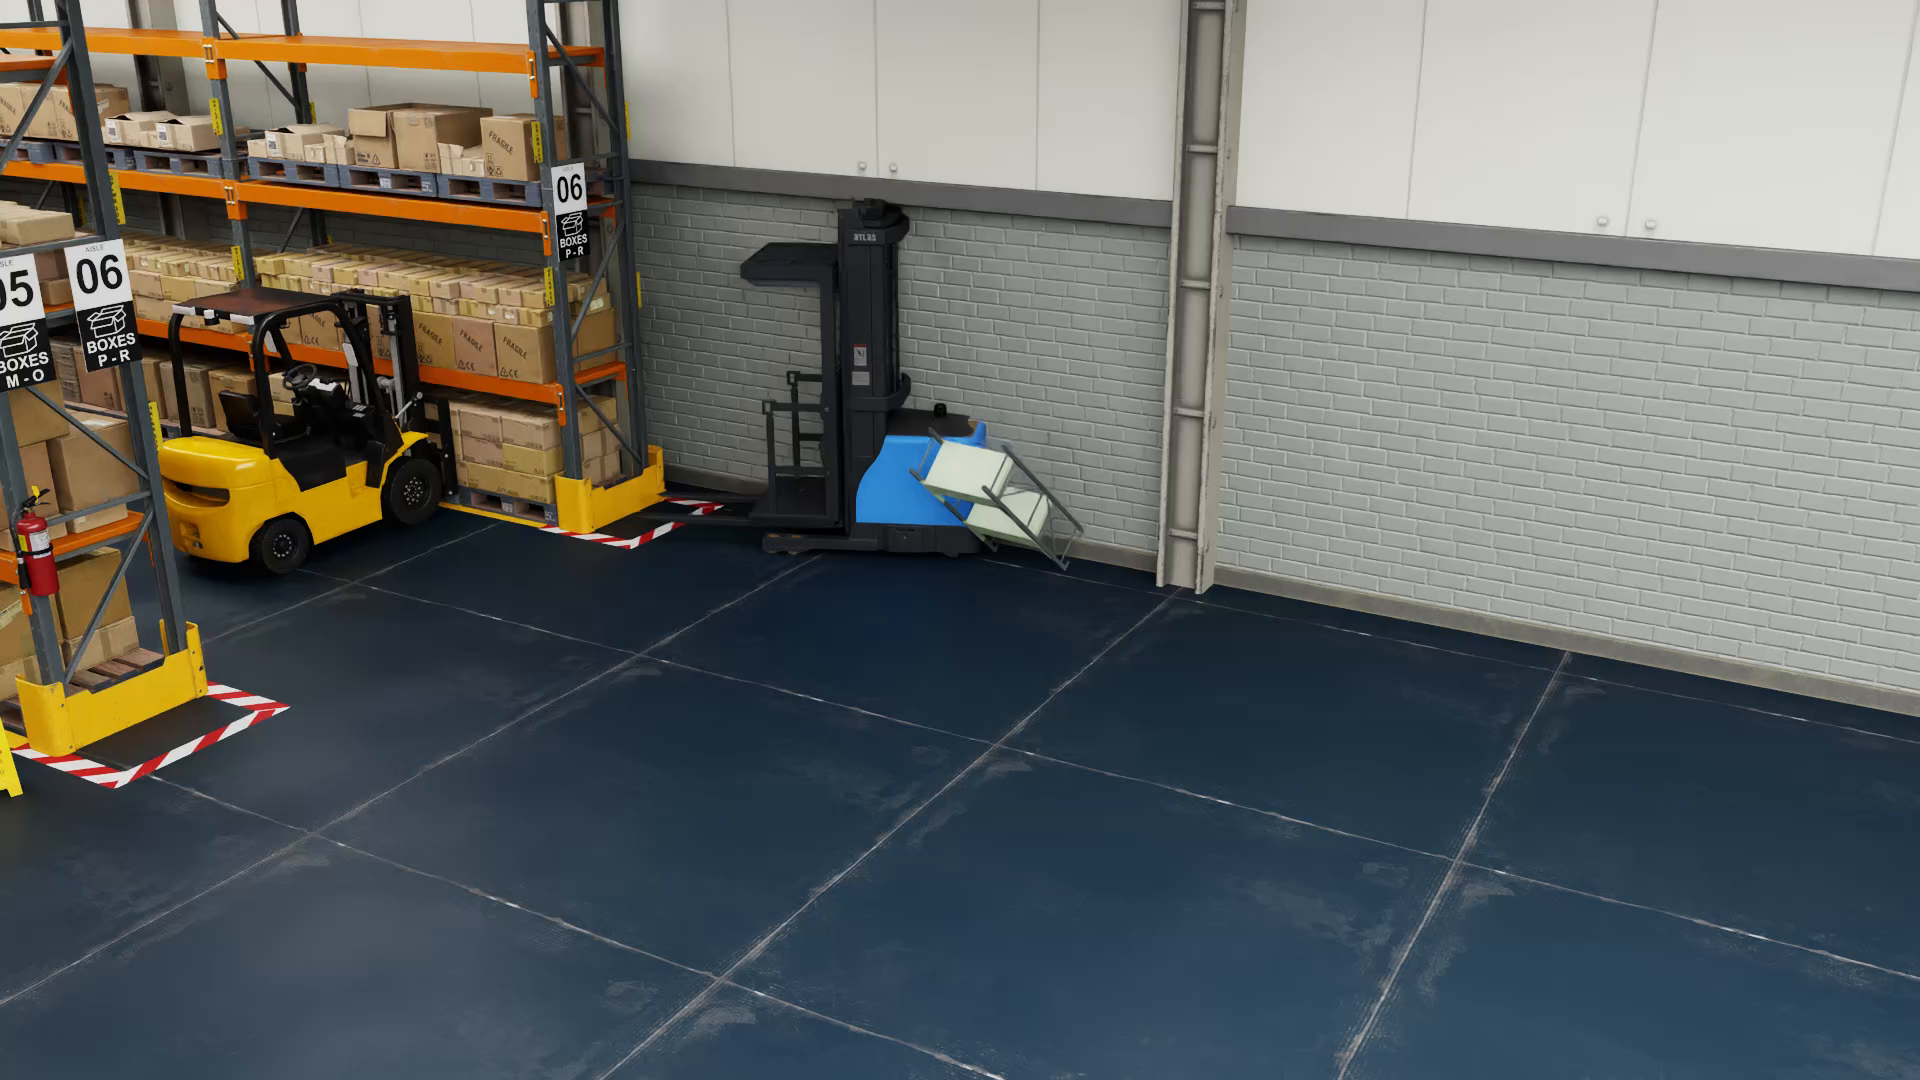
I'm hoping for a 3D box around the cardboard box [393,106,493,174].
[{"bbox_3d":[-4.569,-3.566,14.785,0.500,0.500,0.700,11,23,28],"label":"cardboard box"}]

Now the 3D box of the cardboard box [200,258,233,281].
[{"bbox_3d":[-7.351,-2.708,16.632,0.250,0.149,0.380,10,22,27],"label":"cardboard box"}]

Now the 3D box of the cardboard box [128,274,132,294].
[{"bbox_3d":[-8.591,-2.758,17.353,0.500,0.250,0.500,11,23,28],"label":"cardboard box"}]

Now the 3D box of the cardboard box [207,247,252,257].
[{"bbox_3d":[-7.572,-2.941,17.273,0.250,0.149,0.380,11,22,27],"label":"cardboard box"}]

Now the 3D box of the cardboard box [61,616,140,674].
[{"bbox_3d":[-6.205,0.694,11.767,0.500,0.250,0.500,11,22,27],"label":"cardboard box"}]

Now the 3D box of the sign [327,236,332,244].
[{"bbox_3d":[-6.441,-2.938,16.977,0.005,0.325,0.100,11,23,27],"label":"sign"}]

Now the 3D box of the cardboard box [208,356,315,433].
[{"bbox_3d":[-7.171,-1.493,17.245,0.625,0.625,0.875,12,23,30],"label":"cardboard box"}]

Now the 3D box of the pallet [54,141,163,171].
[{"bbox_3d":[-8.589,-4.043,17.288,1.213,0.211,1.003,12,23,30],"label":"pallet"}]

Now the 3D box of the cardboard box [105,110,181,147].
[{"bbox_3d":[-8.131,-4.116,16.581,0.500,0.311,0.500,10,22,25],"label":"cardboard box"}]

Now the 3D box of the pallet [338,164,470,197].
[{"bbox_3d":[-4.892,-3.359,15.255,1.213,0.211,1.003,11,23,27],"label":"pallet"}]

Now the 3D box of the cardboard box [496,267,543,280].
[{"bbox_3d":[-4.065,-2.413,15.382,0.250,0.149,0.380,11,23,28],"label":"cardboard box"}]

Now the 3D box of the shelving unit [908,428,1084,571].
[{"bbox_3d":[0.317,-0.318,13.546,0.755,0.431,1.500,15,-17,36],"label":"shelving unit"}]

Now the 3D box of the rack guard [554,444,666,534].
[{"bbox_3d":[-3.197,-0.484,15.263,0.348,0.500,1.175,11,23,27],"label":"rack guard"}]

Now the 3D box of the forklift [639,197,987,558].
[{"bbox_3d":[-1.277,-1.428,14.302,3.031,2.935,1.130,2,20,6],"label":"forklift"}]

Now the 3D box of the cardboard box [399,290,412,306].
[{"bbox_3d":[-4.963,-2.263,15.406,0.250,0.149,0.380,11,22,27],"label":"cardboard box"}]

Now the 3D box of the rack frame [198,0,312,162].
[{"bbox_3d":[-6.710,-5.148,15.659,0.127,3.000,1.000,11,23,27],"label":"rack frame"}]

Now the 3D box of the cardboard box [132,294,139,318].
[{"bbox_3d":[-8.592,-2.521,17.433,0.500,0.250,0.500,12,23,29],"label":"cardboard box"}]

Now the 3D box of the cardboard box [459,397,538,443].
[{"bbox_3d":[-4.221,-1.105,15.259,0.500,0.250,0.500,11,23,28],"label":"cardboard box"}]

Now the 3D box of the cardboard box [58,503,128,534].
[{"bbox_3d":[-5.831,-0.185,11.141,0.250,0.149,0.380,11,23,28],"label":"cardboard box"}]

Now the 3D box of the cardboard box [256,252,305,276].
[{"bbox_3d":[-6.577,-2.679,16.114,0.250,0.149,0.380,11,23,28],"label":"cardboard box"}]

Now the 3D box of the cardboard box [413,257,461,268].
[{"bbox_3d":[-4.976,-2.583,15.850,0.250,0.149,0.380,12,23,29],"label":"cardboard box"}]

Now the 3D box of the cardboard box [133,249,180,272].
[{"bbox_3d":[-8.247,-2.874,17.090,0.250,0.149,0.380,11,23,28],"label":"cardboard box"}]

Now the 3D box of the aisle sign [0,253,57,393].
[{"bbox_3d":[-5.723,-1.310,10.063,0.004,0.787,0.394,11,23,27],"label":"aisle sign"}]

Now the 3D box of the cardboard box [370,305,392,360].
[{"bbox_3d":[-5.116,-1.968,15.543,0.500,0.500,0.500,11,23,28],"label":"cardboard box"}]

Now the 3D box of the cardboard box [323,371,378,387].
[{"bbox_3d":[-5.999,-1.441,16.187,0.500,0.250,0.500,11,23,27],"label":"cardboard box"}]

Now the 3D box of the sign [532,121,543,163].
[{"bbox_3d":[-3.495,-3.293,13.760,0.005,0.325,0.100,11,23,27],"label":"sign"}]

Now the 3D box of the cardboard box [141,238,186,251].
[{"bbox_3d":[-8.470,-3.102,17.717,0.250,0.149,0.380,12,23,29],"label":"cardboard box"}]

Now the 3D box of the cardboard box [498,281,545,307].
[{"bbox_3d":[-3.864,-2.183,14.749,0.250,0.149,0.380,11,23,27],"label":"cardboard box"}]

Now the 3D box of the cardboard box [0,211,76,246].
[{"bbox_3d":[-5.846,-1.971,10.498,0.250,0.149,0.380,11,22,27],"label":"cardboard box"}]

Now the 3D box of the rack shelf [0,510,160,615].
[{"bbox_3d":[-7.382,-0.179,11.812,4.000,0.370,1.077,11,23,27],"label":"rack shelf"}]

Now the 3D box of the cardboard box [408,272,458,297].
[{"bbox_3d":[-4.797,-2.334,15.164,0.250,0.149,0.380,11,23,28],"label":"cardboard box"}]

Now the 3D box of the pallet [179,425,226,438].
[{"bbox_3d":[-7.372,-1.128,17.463,1.213,0.211,1.003,11,23,27],"label":"pallet"}]

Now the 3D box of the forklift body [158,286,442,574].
[{"bbox_3d":[-5.763,-1.036,14.365,1.214,2.155,2.313,11,23,27],"label":"forklift body"}]

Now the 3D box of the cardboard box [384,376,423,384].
[{"bbox_3d":[-5.302,-1.511,16.379,0.500,0.250,0.500,11,23,28],"label":"cardboard box"}]

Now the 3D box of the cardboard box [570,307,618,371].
[{"bbox_3d":[-3.515,-1.875,15.286,0.500,0.500,0.500,12,23,29],"label":"cardboard box"}]

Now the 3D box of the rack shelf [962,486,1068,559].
[{"bbox_3d":[0.470,-0.177,13.797,0.720,0.431,0.370,15,-17,36],"label":"rack shelf"}]

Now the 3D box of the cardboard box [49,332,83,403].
[{"bbox_3d":[-9.664,-1.967,18.552,0.625,0.625,0.875,12,23,29],"label":"cardboard box"}]

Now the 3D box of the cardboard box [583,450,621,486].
[{"bbox_3d":[-3.552,-0.708,15.631,0.500,0.250,0.500,11,23,28],"label":"cardboard box"}]

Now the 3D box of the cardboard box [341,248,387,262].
[{"bbox_3d":[-5.848,-2.763,16.346,0.250,0.149,0.380,11,22,27],"label":"cardboard box"}]

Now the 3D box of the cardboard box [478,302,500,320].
[{"bbox_3d":[-4.092,-2.084,14.911,0.250,0.149,0.380,11,23,28],"label":"cardboard box"}]

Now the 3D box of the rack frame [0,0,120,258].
[{"bbox_3d":[-5.636,-3.005,9.750,0.127,3.000,1.000,11,23,27],"label":"rack frame"}]

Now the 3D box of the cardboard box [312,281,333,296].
[{"bbox_3d":[-5.913,-2.408,15.804,0.250,0.149,0.380,11,23,28],"label":"cardboard box"}]

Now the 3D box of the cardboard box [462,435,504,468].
[{"bbox_3d":[-4.228,-0.877,15.365,0.500,0.250,0.500,11,22,27],"label":"cardboard box"}]

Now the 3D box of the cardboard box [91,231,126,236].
[{"bbox_3d":[-9.340,-3.280,18.208,0.250,0.149,0.380,11,23,27],"label":"cardboard box"}]

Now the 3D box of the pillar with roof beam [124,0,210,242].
[{"bbox_3d":[-10.724,-4.583,14.102,0.400,9.000,9.100,11,23,27],"label":"pillar with roof beam"}]

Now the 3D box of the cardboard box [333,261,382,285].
[{"bbox_3d":[-5.663,-2.514,15.659,0.250,0.149,0.380,10,22,26],"label":"cardboard box"}]

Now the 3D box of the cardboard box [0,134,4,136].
[{"bbox_3d":[-10.769,-4.346,18.066,0.500,0.250,0.500,10,22,26],"label":"cardboard box"}]

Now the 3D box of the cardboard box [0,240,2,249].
[{"bbox_3d":[-6.075,-1.820,10.081,0.250,0.149,0.380,11,23,28],"label":"cardboard box"}]

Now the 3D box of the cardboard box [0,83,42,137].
[{"bbox_3d":[-9.689,-4.502,17.366,0.500,0.500,0.500,11,23,28],"label":"cardboard box"}]

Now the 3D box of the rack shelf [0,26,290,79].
[{"bbox_3d":[-8.456,-4.955,16.767,4.000,0.370,1.077,11,23,27],"label":"rack shelf"}]

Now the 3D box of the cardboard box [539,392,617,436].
[{"bbox_3d":[-3.545,-1.174,15.451,0.500,0.250,0.500,10,22,26],"label":"cardboard box"}]

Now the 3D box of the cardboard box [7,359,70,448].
[{"bbox_3d":[-6.188,-0.861,10.589,0.500,0.500,0.700,10,22,26],"label":"cardboard box"}]

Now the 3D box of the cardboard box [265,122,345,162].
[{"bbox_3d":[-6.103,-3.730,15.516,0.500,0.311,0.500,11,23,28],"label":"cardboard box"}]
